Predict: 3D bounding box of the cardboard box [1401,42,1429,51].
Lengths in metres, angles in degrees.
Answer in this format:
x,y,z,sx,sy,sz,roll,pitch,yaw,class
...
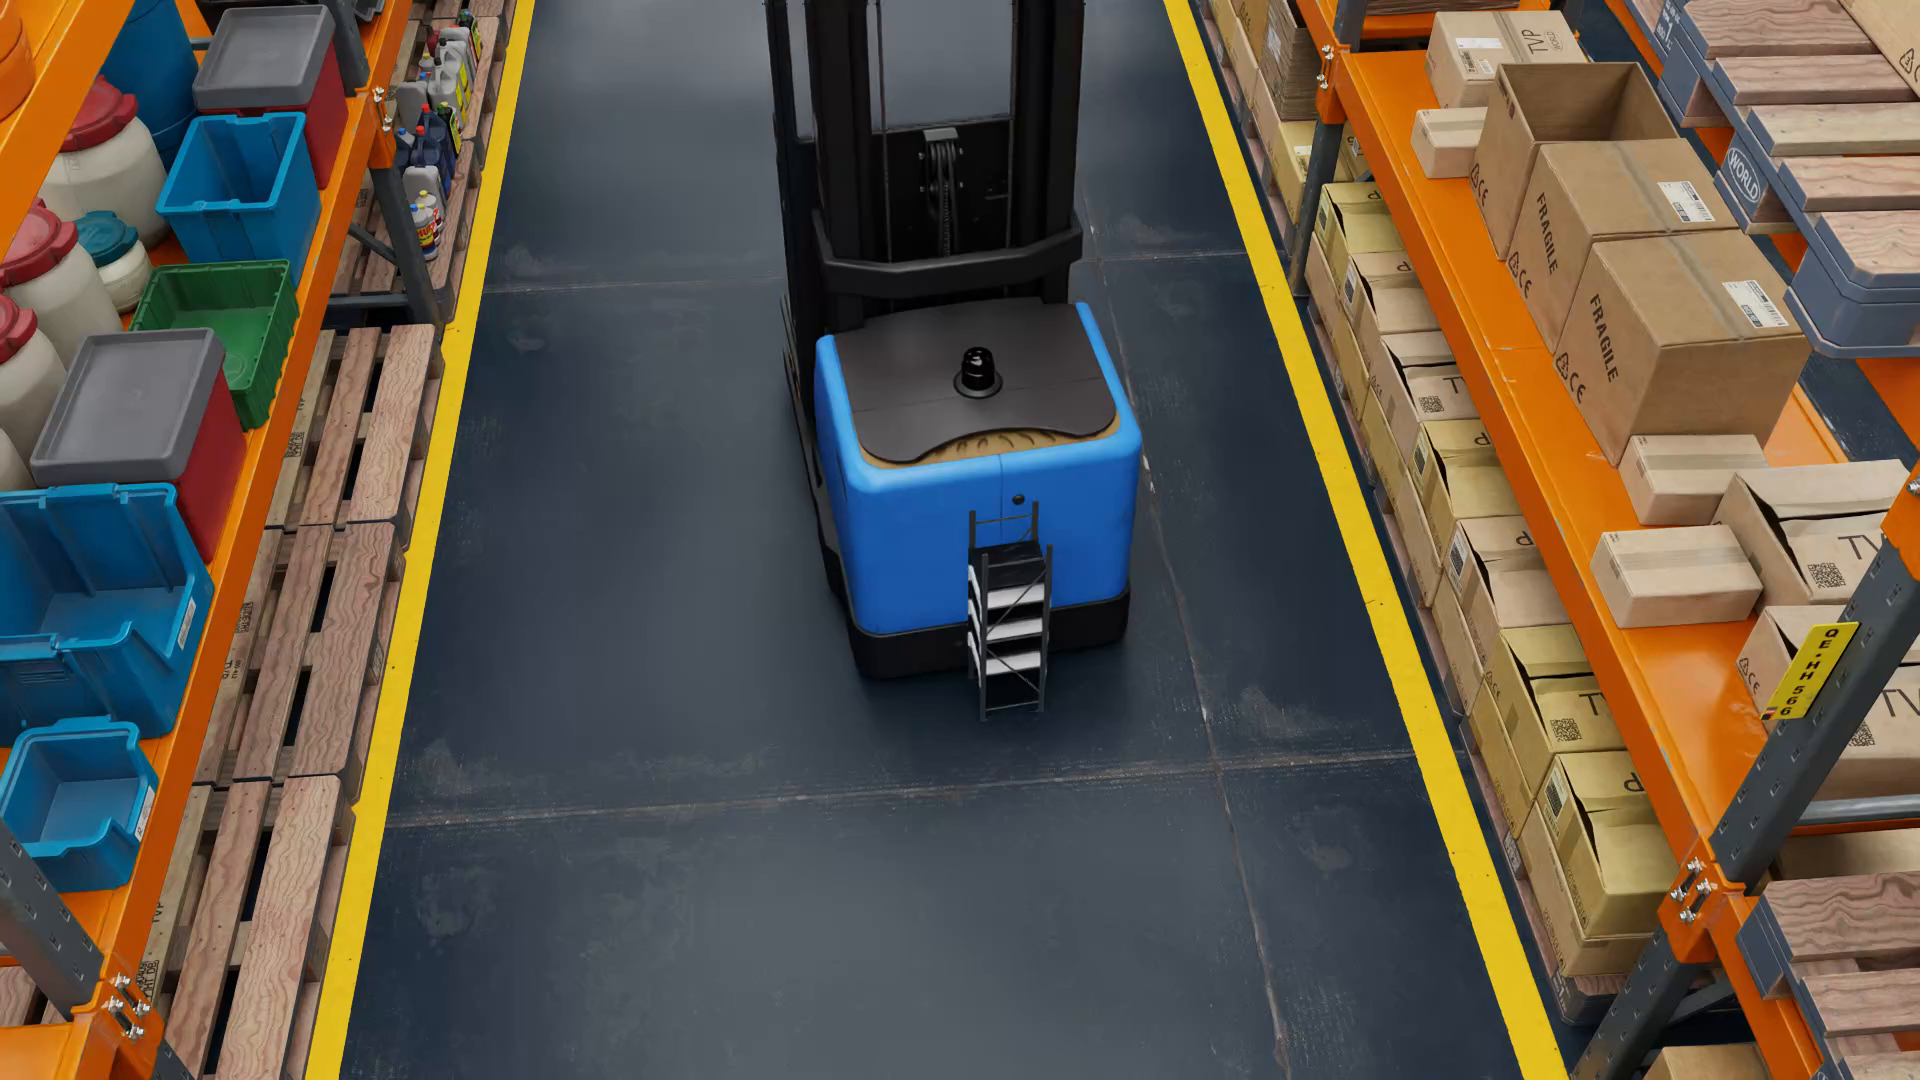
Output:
x,y,z,sx,sy,sz,roll,pitch,yaw,class
2.333,-2.055,7.718,0.500,0.500,0.500,-3,47,-3,cardboard box

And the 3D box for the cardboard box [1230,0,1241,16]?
x,y,z,sx,sy,sz,roll,pitch,yaw,class
1.672,-3.107,8.715,0.500,0.500,0.500,-3,47,-3,cardboard box

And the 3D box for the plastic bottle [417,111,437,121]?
x,y,z,sx,sy,sz,roll,pitch,yaw,class
-2.595,-2.008,8.162,0.097,0.271,0.097,0,47,0,plastic bottle

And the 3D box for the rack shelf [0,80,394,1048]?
x,y,z,sx,sy,sz,roll,pitch,yaw,class
-2.709,-0.251,5.417,1.077,0.370,4.000,-3,47,-3,rack shelf

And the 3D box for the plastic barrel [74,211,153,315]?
x,y,z,sx,sy,sz,roll,pitch,yaw,class
-2.918,-0.931,5.661,0.301,0.262,0.301,0,47,0,plastic barrel

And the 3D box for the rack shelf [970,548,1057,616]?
x,y,z,sx,sy,sz,roll,pitch,yaw,class
0.180,0.141,5.671,0.258,0.077,0.200,-9,47,-8,rack shelf

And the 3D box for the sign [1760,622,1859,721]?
x,y,z,sx,sy,sz,roll,pitch,yaw,class
1.842,0.289,3.613,0.100,0.325,0.005,-3,47,-3,sign

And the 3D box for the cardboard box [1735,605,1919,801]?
x,y,z,sx,sy,sz,roll,pitch,yaw,class
2.408,0.415,4.352,0.500,0.311,0.500,-1,47,-1,cardboard box

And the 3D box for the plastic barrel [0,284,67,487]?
x,y,z,sx,sy,sz,roll,pitch,yaw,class
-2.917,-0.442,5.009,0.433,0.535,0.433,0,47,0,plastic barrel

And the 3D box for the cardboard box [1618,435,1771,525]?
x,y,z,sx,sy,sz,roll,pitch,yaw,class
2.232,-0.182,5.030,0.380,0.149,0.250,0,47,0,cardboard box

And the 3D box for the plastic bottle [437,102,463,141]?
x,y,z,sx,sy,sz,roll,pitch,yaw,class
-2.546,-2.086,8.284,0.097,0.201,0.097,0,47,0,plastic bottle

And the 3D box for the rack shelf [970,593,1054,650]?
x,y,z,sx,sy,sz,roll,pitch,yaw,class
0.180,0.264,5.802,0.258,0.077,0.200,-9,47,-8,rack shelf

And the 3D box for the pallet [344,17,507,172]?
x,y,z,sx,sy,sz,roll,pitch,yaw,class
-2.996,-2.359,8.839,1.003,0.211,1.213,-3,47,-3,pallet

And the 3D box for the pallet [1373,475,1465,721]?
x,y,z,sx,sy,sz,roll,pitch,yaw,class
2.266,0.131,6.481,1.003,0.211,1.213,-3,47,-3,pallet

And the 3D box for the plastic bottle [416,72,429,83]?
x,y,z,sx,sy,sz,roll,pitch,yaw,class
-2.714,-2.283,8.471,0.097,0.201,0.097,0,47,0,plastic bottle

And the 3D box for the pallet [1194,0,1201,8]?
x,y,z,sx,sy,sz,roll,pitch,yaw,class
1.831,-3.628,10.040,1.003,0.211,1.213,-3,47,-3,pallet

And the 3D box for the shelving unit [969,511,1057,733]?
x,y,z,sx,sy,sz,roll,pitch,yaw,class
0.180,0.303,5.843,0.258,0.900,0.210,-9,47,-8,shelving unit

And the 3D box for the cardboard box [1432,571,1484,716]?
x,y,z,sx,sy,sz,roll,pitch,yaw,class
2.022,0.349,5.958,0.500,0.250,0.500,-3,47,-2,cardboard box

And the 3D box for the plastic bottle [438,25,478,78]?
x,y,z,sx,sy,sz,roll,pitch,yaw,class
-2.626,-2.568,8.689,0.152,0.276,0.135,-3,47,-3,plastic bottle

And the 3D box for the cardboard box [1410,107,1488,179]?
x,y,z,sx,sy,sz,roll,pitch,yaw,class
1.931,-1.504,6.281,0.380,0.149,0.250,-3,47,-3,cardboard box

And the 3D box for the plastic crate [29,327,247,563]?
x,y,z,sx,sy,sz,roll,pitch,yaw,class
-2.371,-0.261,4.887,0.402,0.464,0.583,-3,47,-3,plastic crate

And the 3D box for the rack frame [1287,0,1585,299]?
x,y,z,sx,sy,sz,roll,pitch,yaw,class
2.060,-2.243,6.809,1.000,3.000,0.127,-3,47,-3,rack frame

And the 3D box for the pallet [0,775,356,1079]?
x,y,z,sx,sy,sz,roll,pitch,yaw,class
-2.567,1.345,5.331,1.003,0.211,1.213,-3,47,-3,pallet

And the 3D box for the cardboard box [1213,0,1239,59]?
x,y,z,sx,sy,sz,roll,pitch,yaw,class
1.673,-2.850,8.987,0.500,0.250,0.500,-3,47,-3,cardboard box

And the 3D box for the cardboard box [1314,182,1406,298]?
x,y,z,sx,sy,sz,roll,pitch,yaw,class
1.847,-1.321,7.153,0.500,0.311,0.500,-3,47,-3,cardboard box

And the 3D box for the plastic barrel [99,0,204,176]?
x,y,z,sx,sy,sz,roll,pitch,yaw,class
-3.146,-1.820,6.062,0.600,0.901,0.708,-3,47,-3,plastic barrel

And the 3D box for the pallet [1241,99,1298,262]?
x,y,z,sx,sy,sz,roll,pitch,yaw,class
2.035,-1.863,8.369,1.003,0.211,1.213,-3,47,-3,pallet

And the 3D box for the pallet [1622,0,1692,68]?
x,y,z,sx,sy,sz,roll,pitch,yaw,class
2.153,-1.610,4.273,1.003,0.211,1.213,-2,47,-1,pallet

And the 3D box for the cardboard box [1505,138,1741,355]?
x,y,z,sx,sy,sz,roll,pitch,yaw,class
2.194,-0.978,5.541,0.500,0.500,0.500,-3,47,-3,cardboard box

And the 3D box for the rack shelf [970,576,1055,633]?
x,y,z,sx,sy,sz,roll,pitch,yaw,class
0.180,0.202,5.736,0.258,0.077,0.200,-9,47,-8,rack shelf

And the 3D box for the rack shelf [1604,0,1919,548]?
x,y,z,sx,sy,sz,roll,pitch,yaw,class
2.228,-1.581,4.610,1.077,0.370,4.000,-3,47,-3,rack shelf

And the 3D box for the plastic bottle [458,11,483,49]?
x,y,z,sx,sy,sz,roll,pitch,yaw,class
-2.620,-2.726,8.890,0.097,0.201,0.097,0,47,0,plastic bottle

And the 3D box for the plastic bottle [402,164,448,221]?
x,y,z,sx,sy,sz,roll,pitch,yaw,class
-2.520,-1.649,7.819,0.152,0.276,0.135,-2,47,-2,plastic bottle

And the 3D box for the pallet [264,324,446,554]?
x,y,z,sx,sy,sz,roll,pitch,yaw,class
-2.772,-0.420,7.003,1.003,0.211,1.213,-3,47,-3,pallet

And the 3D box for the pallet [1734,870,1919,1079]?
x,y,z,sx,sy,sz,roll,pitch,yaw,class
2.522,1.203,3.677,1.213,0.211,1.003,-3,47,-3,pallet

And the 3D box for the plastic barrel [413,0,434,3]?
x,y,z,sx,sy,sz,roll,pitch,yaw,class
-3.038,-3.294,9.228,0.421,0.512,0.421,0,47,0,plastic barrel

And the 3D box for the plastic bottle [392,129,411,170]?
x,y,z,sx,sy,sz,roll,pitch,yaw,class
-2.674,-1.786,7.897,0.144,0.351,0.185,-3,47,-3,plastic bottle

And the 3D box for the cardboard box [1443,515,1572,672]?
x,y,z,sx,sy,sz,roll,pitch,yaw,class
2.016,0.154,5.757,0.500,0.311,0.500,-4,47,-4,cardboard box

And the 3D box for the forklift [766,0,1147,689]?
x,y,z,sx,sy,sz,roll,pitch,yaw,class
-0.154,-1.548,6.198,1.130,2.935,3.031,-9,47,-8,forklift

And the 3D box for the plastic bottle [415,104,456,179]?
x,y,z,sx,sy,sz,roll,pitch,yaw,class
-2.546,-1.931,8.035,0.144,0.351,0.185,-5,47,-5,plastic bottle

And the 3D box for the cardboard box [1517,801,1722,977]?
x,y,z,sx,sy,sz,roll,pitch,yaw,class
2.108,1.086,5.260,0.500,0.250,0.500,-2,47,-2,cardboard box

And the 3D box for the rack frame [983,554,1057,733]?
x,y,z,sx,sy,sz,roll,pitch,yaw,class
0.201,0.376,5.775,0.240,0.900,0.006,-9,47,-8,rack frame

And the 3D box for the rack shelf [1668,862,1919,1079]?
x,y,z,sx,sy,sz,roll,pitch,yaw,class
2.563,2.345,2.959,1.077,0.370,4.000,-3,47,-3,rack shelf

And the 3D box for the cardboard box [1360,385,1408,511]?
x,y,z,sx,sy,sz,roll,pitch,yaw,class
1.935,-0.391,6.659,0.500,0.250,0.500,-5,47,-5,cardboard box

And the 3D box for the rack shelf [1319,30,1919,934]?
x,y,z,sx,sy,sz,roll,pitch,yaw,class
2.228,-0.549,5.700,1.077,0.370,4.000,-3,47,-3,rack shelf

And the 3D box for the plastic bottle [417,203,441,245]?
x,y,z,sx,sy,sz,roll,pitch,yaw,class
-2.474,-1.465,7.696,0.097,0.201,0.097,0,47,0,plastic bottle

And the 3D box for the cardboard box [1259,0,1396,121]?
x,y,z,sx,sy,sz,roll,pitch,yaw,class
1.773,-2.385,8.031,0.500,0.500,0.500,-3,47,-3,cardboard box

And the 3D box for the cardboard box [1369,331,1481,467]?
x,y,z,sx,sy,sz,roll,pitch,yaw,class
1.928,-0.584,6.456,0.500,0.311,0.500,-5,47,-5,cardboard box

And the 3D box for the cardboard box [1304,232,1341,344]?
x,y,z,sx,sy,sz,roll,pitch,yaw,class
1.847,-1.135,7.364,0.500,0.250,0.500,-5,47,-4,cardboard box

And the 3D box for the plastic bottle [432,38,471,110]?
x,y,z,sx,sy,sz,roll,pitch,yaw,class
-2.597,-2.373,8.453,0.144,0.351,0.185,-2,47,-2,plastic bottle

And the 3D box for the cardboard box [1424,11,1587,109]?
x,y,z,sx,sy,sz,roll,pitch,yaw,class
2.145,-1.838,6.528,0.500,0.250,0.500,-1,47,-1,cardboard box

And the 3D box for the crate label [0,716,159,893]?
x,y,z,sx,sy,sz,roll,pitch,yaw,class
-2.203,0.679,4.156,0.303,0.233,0.416,-3,47,-3,crate label

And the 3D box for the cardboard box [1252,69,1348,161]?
x,y,z,sx,sy,sz,roll,pitch,yaw,class
1.772,-2.127,8.303,0.500,0.250,0.500,-3,47,-3,cardboard box

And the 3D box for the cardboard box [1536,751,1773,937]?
x,y,z,sx,sy,sz,roll,pitch,yaw,class
2.106,0.895,5.055,0.500,0.311,0.500,-2,47,-2,cardboard box

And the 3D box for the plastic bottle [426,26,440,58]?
x,y,z,sx,sy,sz,roll,pitch,yaw,class
-2.732,-2.563,8.680,0.061,0.283,0.133,-3,47,-3,plastic bottle

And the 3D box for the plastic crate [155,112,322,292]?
x,y,z,sx,sy,sz,roll,pitch,yaw,class
-2.474,-1.160,5.794,0.392,0.384,0.575,-3,47,-3,plastic crate
